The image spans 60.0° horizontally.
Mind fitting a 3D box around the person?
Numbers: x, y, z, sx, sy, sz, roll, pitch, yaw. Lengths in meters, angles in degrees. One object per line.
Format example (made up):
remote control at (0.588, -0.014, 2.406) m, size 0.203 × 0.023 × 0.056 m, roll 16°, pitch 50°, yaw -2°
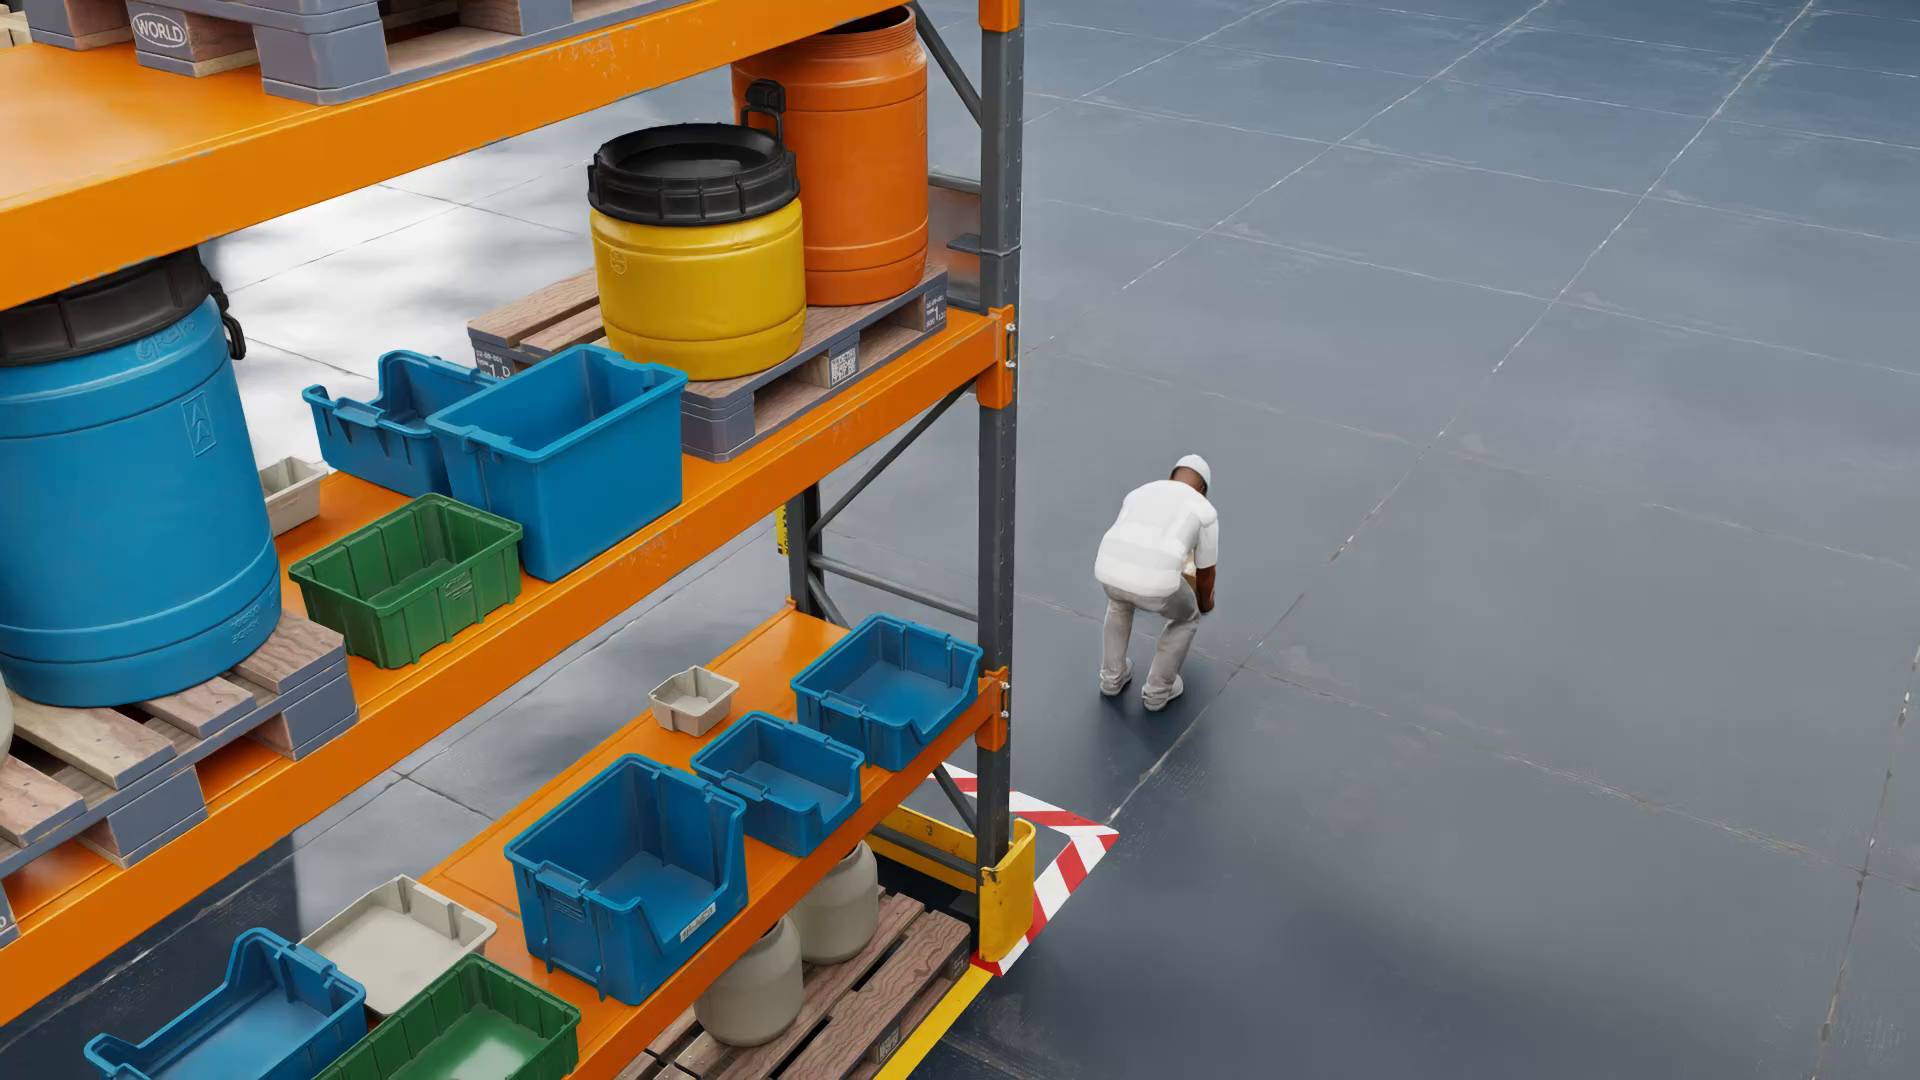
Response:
person at (1.009, 0.214, 8.456) m, size 0.514 × 1.101 × 0.965 m, roll 16°, pitch 34°, yaw 25°
